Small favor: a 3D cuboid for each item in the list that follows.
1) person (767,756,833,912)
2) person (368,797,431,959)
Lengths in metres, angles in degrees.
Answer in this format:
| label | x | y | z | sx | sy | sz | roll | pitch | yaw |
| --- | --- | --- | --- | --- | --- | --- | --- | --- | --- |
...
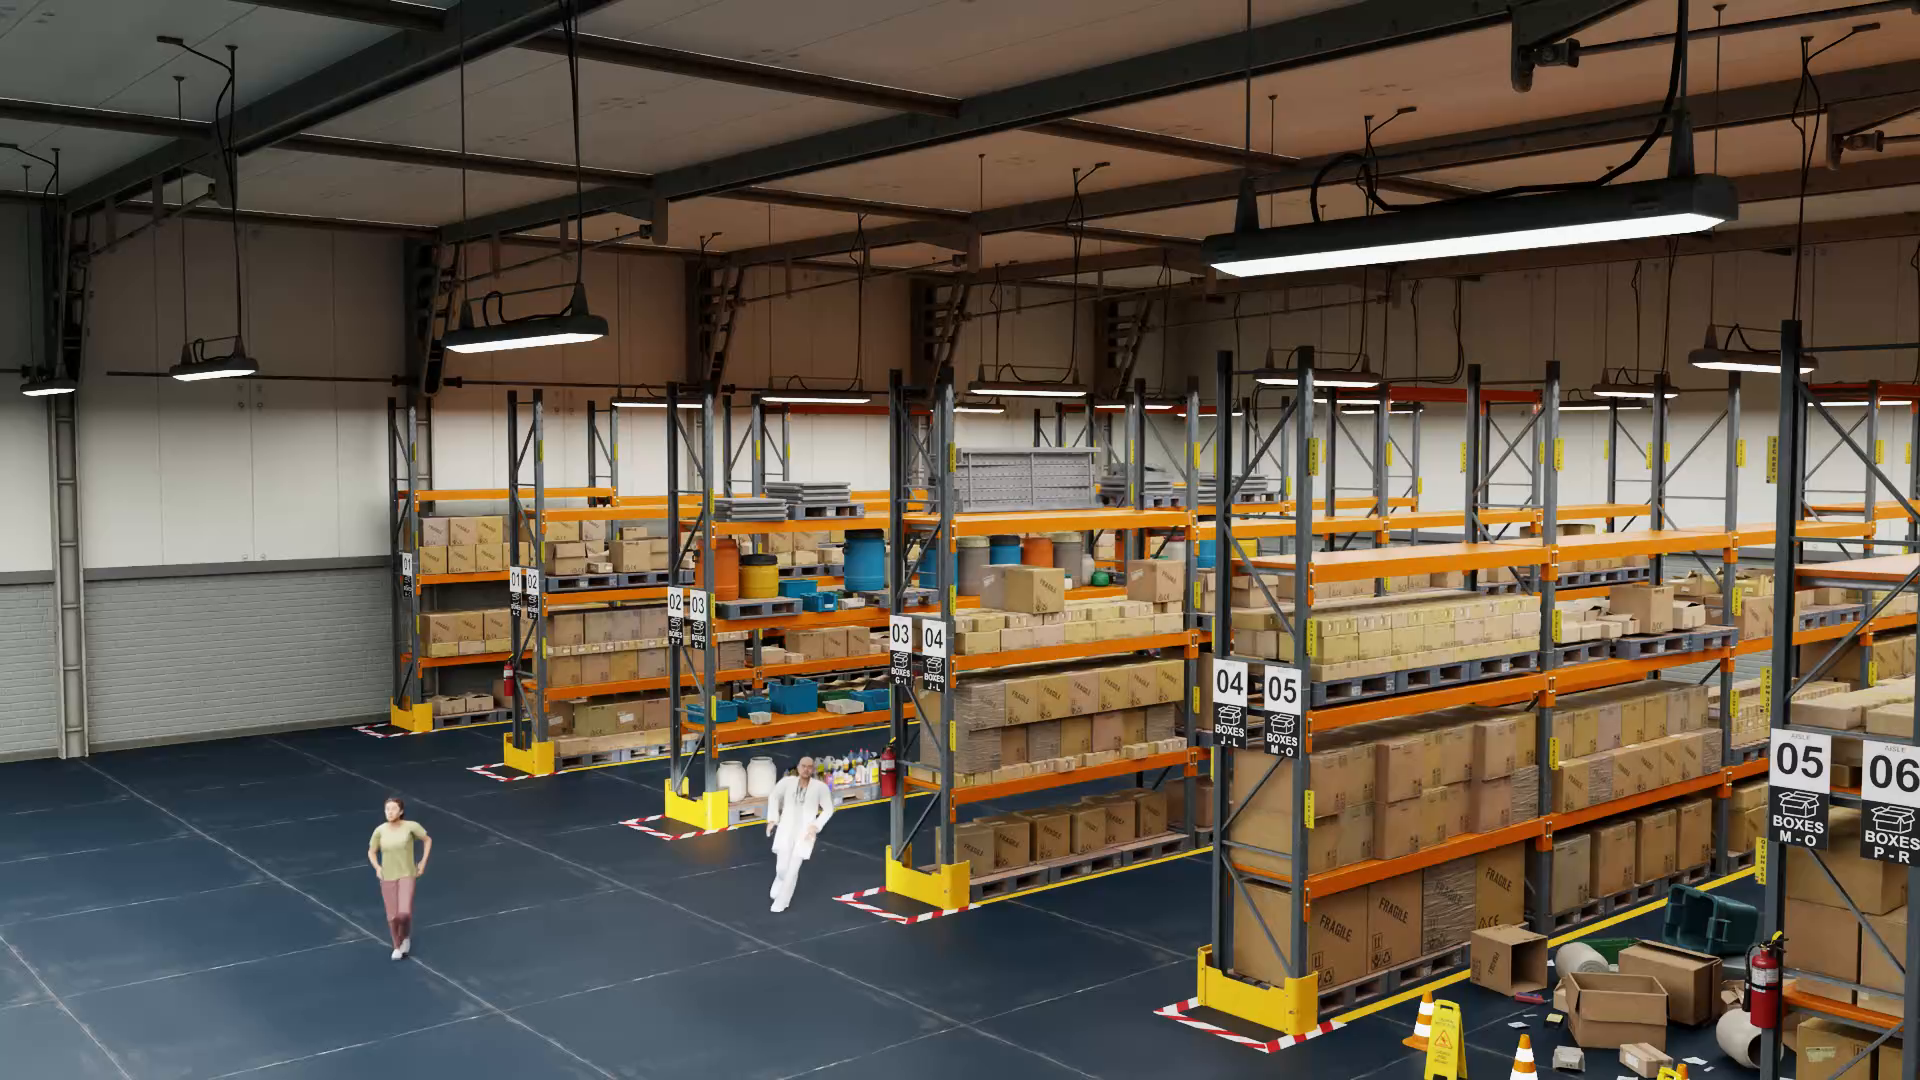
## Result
| label | x | y | z | sx | sy | sz | roll | pitch | yaw |
| --- | --- | --- | --- | --- | --- | --- | --- | --- | --- |
| person | -1.771 | 3.240 | 18.398 | 0.734 | 1.699 | 0.570 | 0 | 3 | 0 |
| person | -5.606 | 3.381 | 16.579 | 0.590 | 1.627 | 0.537 | 0 | 3 | -8 |
